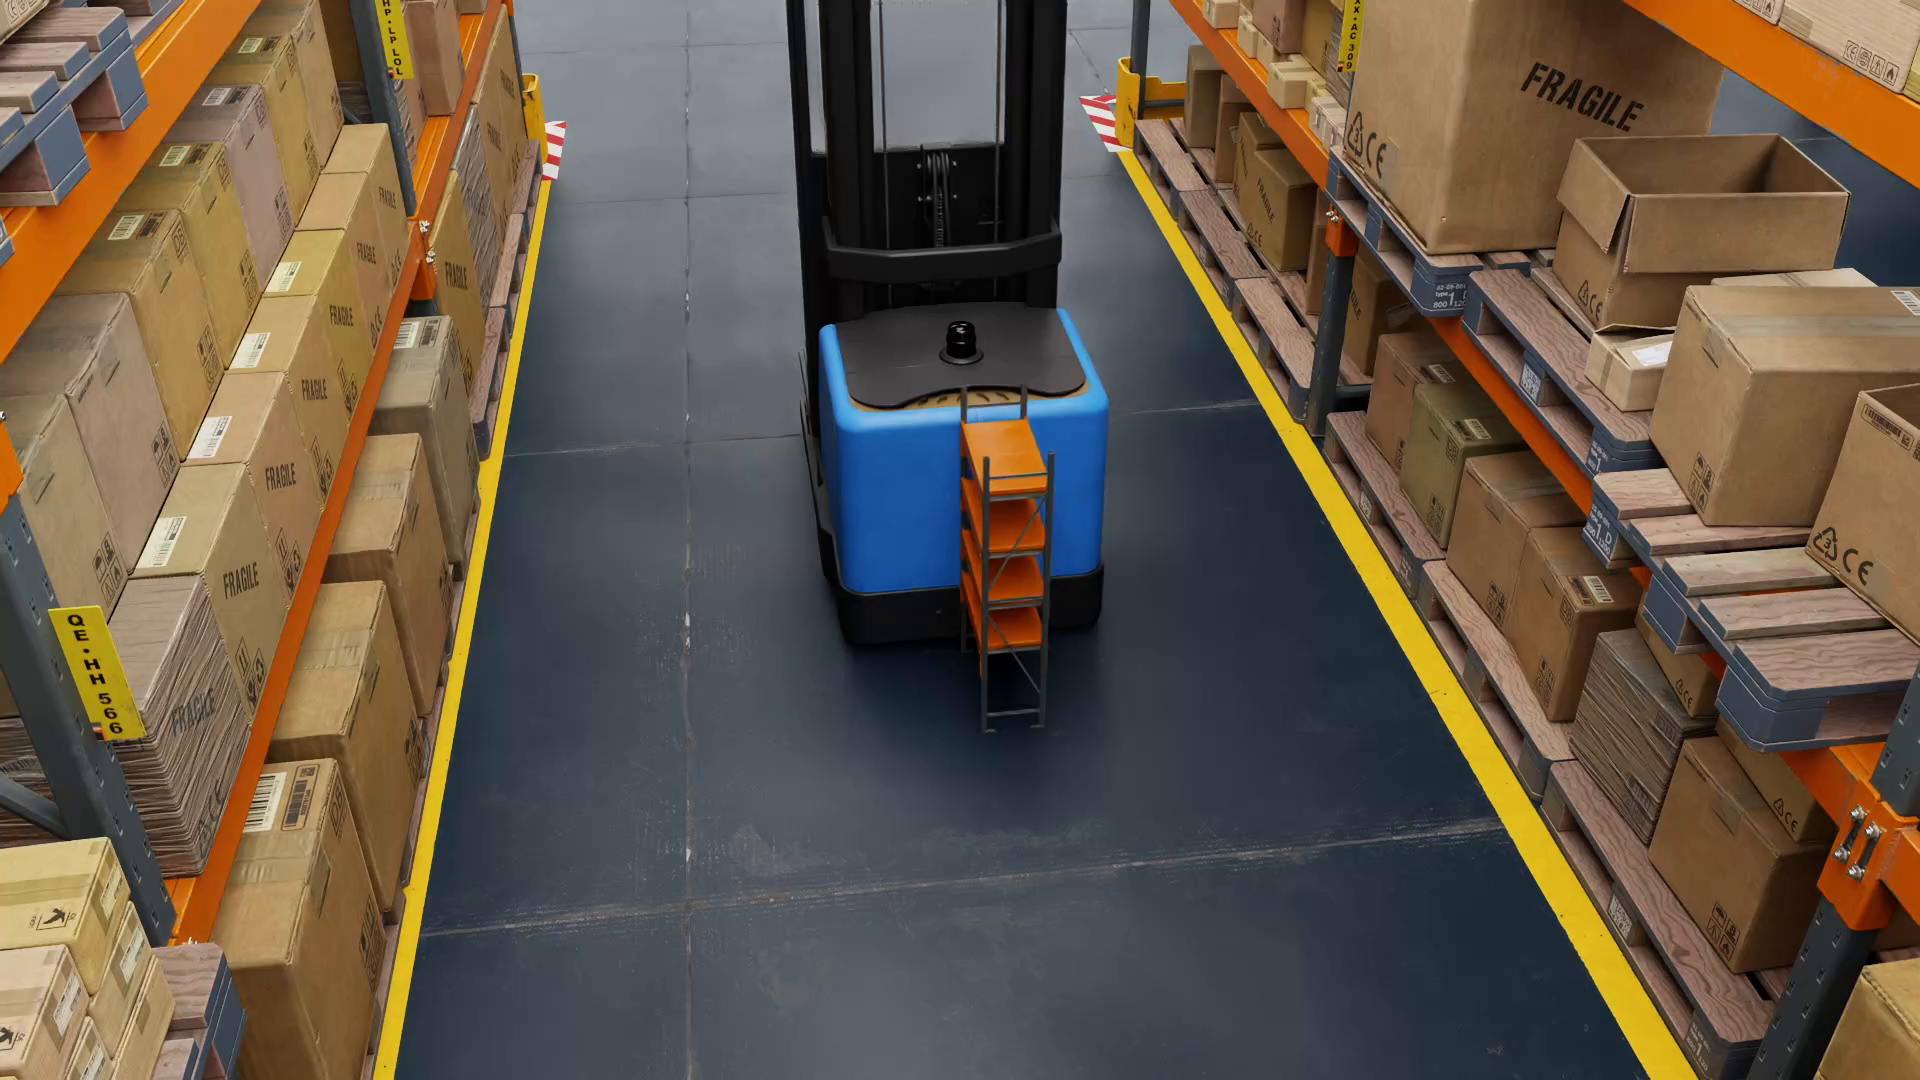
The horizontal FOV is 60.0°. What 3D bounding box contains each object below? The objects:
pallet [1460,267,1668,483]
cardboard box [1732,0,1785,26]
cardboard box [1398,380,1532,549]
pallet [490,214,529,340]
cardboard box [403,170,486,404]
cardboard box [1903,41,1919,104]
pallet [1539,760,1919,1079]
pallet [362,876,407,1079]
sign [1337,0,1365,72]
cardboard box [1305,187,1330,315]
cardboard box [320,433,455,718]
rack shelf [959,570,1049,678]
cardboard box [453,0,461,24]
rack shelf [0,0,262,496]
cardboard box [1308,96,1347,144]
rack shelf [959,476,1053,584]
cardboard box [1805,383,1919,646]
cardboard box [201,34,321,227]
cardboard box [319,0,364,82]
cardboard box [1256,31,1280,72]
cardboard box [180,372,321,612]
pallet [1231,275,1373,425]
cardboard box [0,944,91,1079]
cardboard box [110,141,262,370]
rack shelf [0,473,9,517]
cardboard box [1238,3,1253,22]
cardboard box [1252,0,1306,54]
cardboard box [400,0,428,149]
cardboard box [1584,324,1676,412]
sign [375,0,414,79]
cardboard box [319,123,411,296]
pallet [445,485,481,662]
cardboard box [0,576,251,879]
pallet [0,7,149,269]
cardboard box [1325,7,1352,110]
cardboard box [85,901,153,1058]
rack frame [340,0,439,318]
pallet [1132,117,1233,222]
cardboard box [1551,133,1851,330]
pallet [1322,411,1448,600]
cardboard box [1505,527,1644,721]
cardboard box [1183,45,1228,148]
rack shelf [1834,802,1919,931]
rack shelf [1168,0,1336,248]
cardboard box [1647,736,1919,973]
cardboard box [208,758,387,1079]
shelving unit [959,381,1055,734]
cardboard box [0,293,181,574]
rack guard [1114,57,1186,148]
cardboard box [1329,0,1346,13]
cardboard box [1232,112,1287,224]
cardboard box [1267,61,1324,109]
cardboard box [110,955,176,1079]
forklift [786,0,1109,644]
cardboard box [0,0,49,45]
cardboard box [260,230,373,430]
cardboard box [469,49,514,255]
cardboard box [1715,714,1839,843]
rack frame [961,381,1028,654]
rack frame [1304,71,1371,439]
[{"bbox_3d":[2.403,-0.586,5.616,1.003,0.211,1.213,-4,35,-6],"label":"pallet"},{"bbox_3d":[2.258,-1.544,4.322,0.500,0.250,0.500,-3,34,-5],"label":"cardboard box"},{"bbox_3d":[2.278,-0.333,6.903,0.700,0.500,0.500,-5,35,-7],"label":"cardboard box"},{"bbox_3d":[-2.949,-1.437,9.171,1.003,0.211,1.213,-4,35,-6],"label":"pallet"},{"bbox_3d":[-2.772,-1.128,7.756,0.875,0.875,0.875,-4,34,-6],"label":"cardboard box"},{"bbox_3d":[2.402,-0.988,3.505,0.500,0.250,0.500,-4,35,-6],"label":"cardboard box"},{"bbox_3d":[2.606,1.153,5.371,1.003,0.211,1.213,-4,35,-6],"label":"pallet"},{"bbox_3d":[-2.250,1.462,4.917,1.003,0.211,1.213,-4,35,-6],"label":"pallet"},{"bbox_3d":[1.635,-2.108,6.911,0.100,0.325,0.005,-4,35,-6],"label":"sign"},{"bbox_3d":[2.073,-1.481,8.607,0.500,0.500,0.500,6,35,9],"label":"cardboard box"},{"bbox_3d":[-2.458,0.158,5.979,1.050,0.750,0.750,-4,35,-6],"label":"cardboard box"},{"bbox_3d":[0.159,0.297,6.221,0.258,0.148,0.480,-5,35,-7],"label":"rack shelf"},{"bbox_3d":[-3.154,-2.940,8.767,0.875,0.550,0.550,-4,35,-6],"label":"cardboard box"},{"bbox_3d":[-2.488,-1.303,4.473,1.077,0.370,4.000,-4,35,-6],"label":"rack shelf"},{"bbox_3d":[1.827,-1.930,7.641,0.380,0.149,0.250,-4,35,-6],"label":"cardboard box"},{"bbox_3d":[0.159,-0.052,5.984,0.258,0.148,0.480,-5,35,-7],"label":"rack shelf"},{"bbox_3d":[2.597,-0.077,4.237,0.500,0.500,0.500,-9,35,-12],"label":"cardboard box"},{"bbox_3d":[-2.613,-1.367,5.616,0.700,0.500,0.500,-5,35,-7],"label":"cardboard box"},{"bbox_3d":[-2.773,-2.193,6.712,0.875,0.550,0.550,-4,35,-6],"label":"cardboard box"},{"bbox_3d":[1.732,-2.491,8.464,0.380,0.149,0.250,-4,35,-6],"label":"cardboard box"},{"bbox_3d":[-2.150,-0.121,4.676,0.500,0.500,0.500,-4,35,-6],"label":"cardboard box"},{"bbox_3d":[2.046,-1.015,8.553,1.003,0.211,1.213,-4,35,-6],"label":"pallet"},{"bbox_3d":[-1.667,0.819,2.706,0.380,0.149,0.250,-5,35,-7],"label":"cardboard box"},{"bbox_3d":[-2.479,-0.803,4.789,0.700,0.500,0.500,-5,35,-7],"label":"cardboard box"},{"bbox_3d":[-1.950,0.930,1.198,1.077,0.370,4.000,-4,35,-6],"label":"rack shelf"},{"bbox_3d":[1.706,-2.773,8.878,0.380,0.149,0.250,-4,35,-6],"label":"cardboard box"},{"bbox_3d":[1.973,-2.769,8.296,0.875,0.500,0.500,-4,35,-6],"label":"cardboard box"},{"bbox_3d":[-2.915,-2.048,7.459,0.875,0.550,0.550,-4,35,-6],"label":"cardboard box"},{"bbox_3d":[2.218,-0.592,5.201,0.396,0.266,0.258,-5,35,-8],"label":"cardboard box"},{"bbox_3d":[-2.221,-1.969,6.517,0.100,0.325,0.005,-4,35,-6],"label":"sign"},{"bbox_3d":[-2.422,-1.247,6.327,0.500,0.500,0.500,-5,35,-7],"label":"cardboard box"},{"bbox_3d":[-2.579,0.101,6.915,1.003,0.211,1.213,-4,35,-6],"label":"pallet"},{"bbox_3d":[-2.012,0.444,3.847,0.500,0.500,0.500,-4,34,-6],"label":"cardboard box"},{"bbox_3d":[-2.358,-0.761,3.207,1.213,0.211,1.003,-3,34,-4],"label":"pallet"},{"bbox_3d":[2.172,-2.216,7.485,0.875,0.500,0.500,-4,35,-6],"label":"cardboard box"},{"bbox_3d":[-1.701,0.804,2.992,0.380,0.149,0.250,-4,34,-5],"label":"cardboard box"},{"bbox_3d":[-2.757,-1.476,6.753,1.000,3.000,0.127,-4,35,-6],"label":"rack frame"},{"bbox_3d":[1.718,-2.377,10.551,1.003,0.211,1.213,-4,35,-6],"label":"pallet"},{"bbox_3d":[2.496,-1.051,5.665,0.797,0.503,0.637,-1,34,-1],"label":"cardboard box"},{"bbox_3d":[2.278,-0.209,7.369,1.003,0.211,1.213,-4,35,-6],"label":"pallet"},{"bbox_3d":[2.429,0.291,5.989,0.700,0.500,0.500,-2,34,-2],"label":"cardboard box"},{"bbox_3d":[1.701,-2.819,10.569,0.500,0.500,0.500,2,34,2],"label":"cardboard box"},{"bbox_3d":[2.978,1.850,2.511,1.077,0.370,4.000,-4,35,-6],"label":"rack shelf"},{"bbox_3d":[1.903,-2.614,9.062,1.077,0.370,4.000,-4,35,-6],"label":"rack shelf"},{"bbox_3d":[2.600,0.915,5.072,0.700,0.500,0.500,-6,35,-9],"label":"cardboard box"},{"bbox_3d":[-2.212,1.165,4.501,1.050,0.750,0.750,-5,35,-7],"label":"cardboard box"},{"bbox_3d":[0.159,0.077,6.072,0.258,1.200,0.503,-5,35,-7],"label":"shelving unit"},{"bbox_3d":[-2.339,-0.232,3.950,0.700,0.500,0.500,-5,35,-7],"label":"cardboard box"},{"bbox_3d":[1.644,-2.952,11.138,1.175,0.500,0.348,-4,35,-6],"label":"rack guard"},{"bbox_3d":[1.838,-2.603,7.166,0.500,0.500,0.500,-4,35,-6],"label":"cardboard box"},{"bbox_3d":[1.881,-2.137,9.569,0.500,0.500,0.500,-1,34,-2],"label":"cardboard box"},{"bbox_3d":[1.709,-2.205,8.045,0.380,0.149,0.250,-4,35,-6],"label":"cardboard box"},{"bbox_3d":[-1.697,0.927,3.077,0.380,0.149,0.250,-4,34,-6],"label":"cardboard box"},{"bbox_3d":[-0.165,-1.621,7.026,1.130,2.935,3.031,-5,35,-7],"label":"forklift"},{"bbox_3d":[-2.098,-1.082,3.128,0.500,0.311,0.500,-4,35,-6],"label":"cardboard box"},{"bbox_3d":[-2.286,-0.683,5.499,0.500,0.500,0.500,-4,34,-6],"label":"cardboard box"},{"bbox_3d":[-3.018,-2.140,9.240,0.875,0.875,0.875,-5,35,-7],"label":"cardboard box"},{"bbox_3d":[2.590,0.606,4.860,0.500,0.250,0.500,-3,34,-4],"label":"cardboard box"},{"bbox_3d":[0.122,-0.059,6.271,0.240,1.200,0.015,-5,35,-7],"label":"rack frame"},{"bbox_3d":[2.172,-1.796,7.221,1.000,3.000,0.127,-4,35,-6],"label":"rack frame"}]
